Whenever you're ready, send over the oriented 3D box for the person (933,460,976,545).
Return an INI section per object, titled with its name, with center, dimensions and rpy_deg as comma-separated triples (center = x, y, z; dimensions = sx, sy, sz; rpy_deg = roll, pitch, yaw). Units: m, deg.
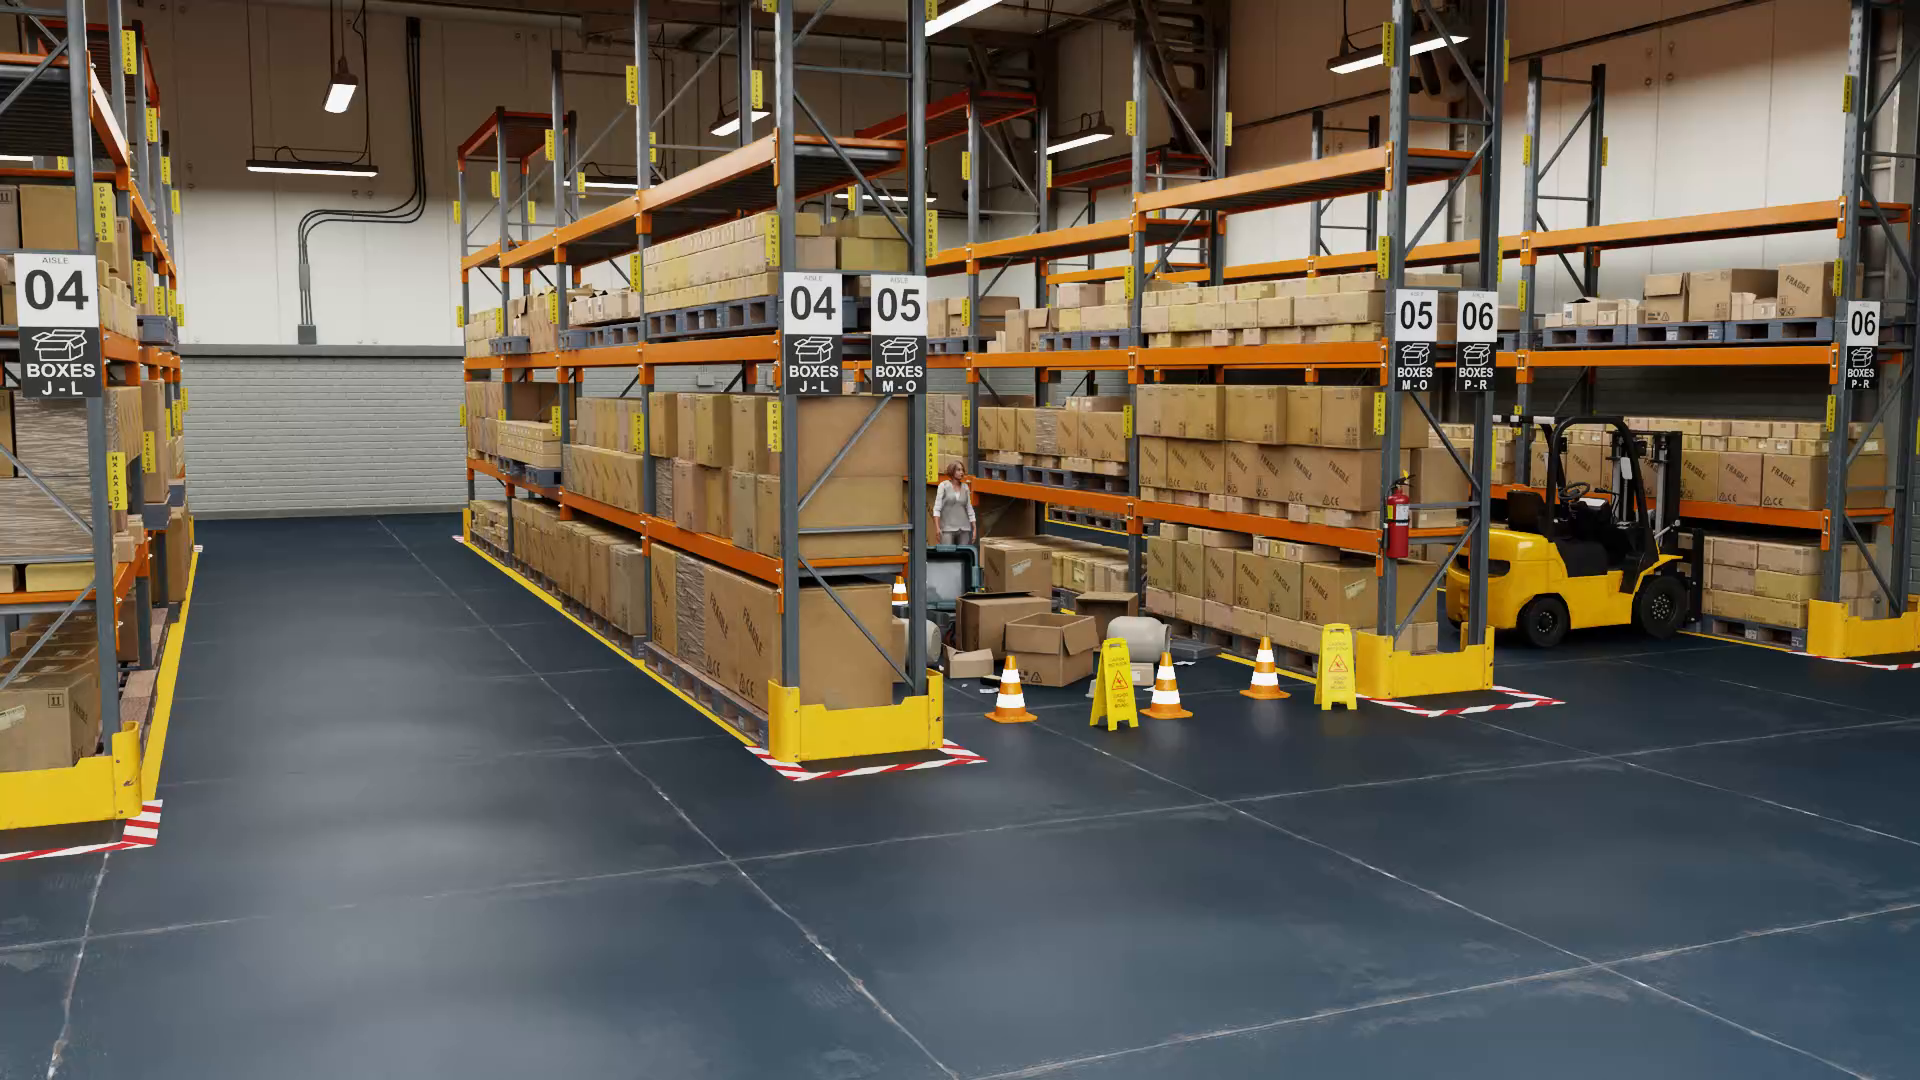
[person]
center = -0.035, -0.072, 18.312
dimensions = 0.520, 1.597, 0.475
rpy_deg = -2, 6, -24
